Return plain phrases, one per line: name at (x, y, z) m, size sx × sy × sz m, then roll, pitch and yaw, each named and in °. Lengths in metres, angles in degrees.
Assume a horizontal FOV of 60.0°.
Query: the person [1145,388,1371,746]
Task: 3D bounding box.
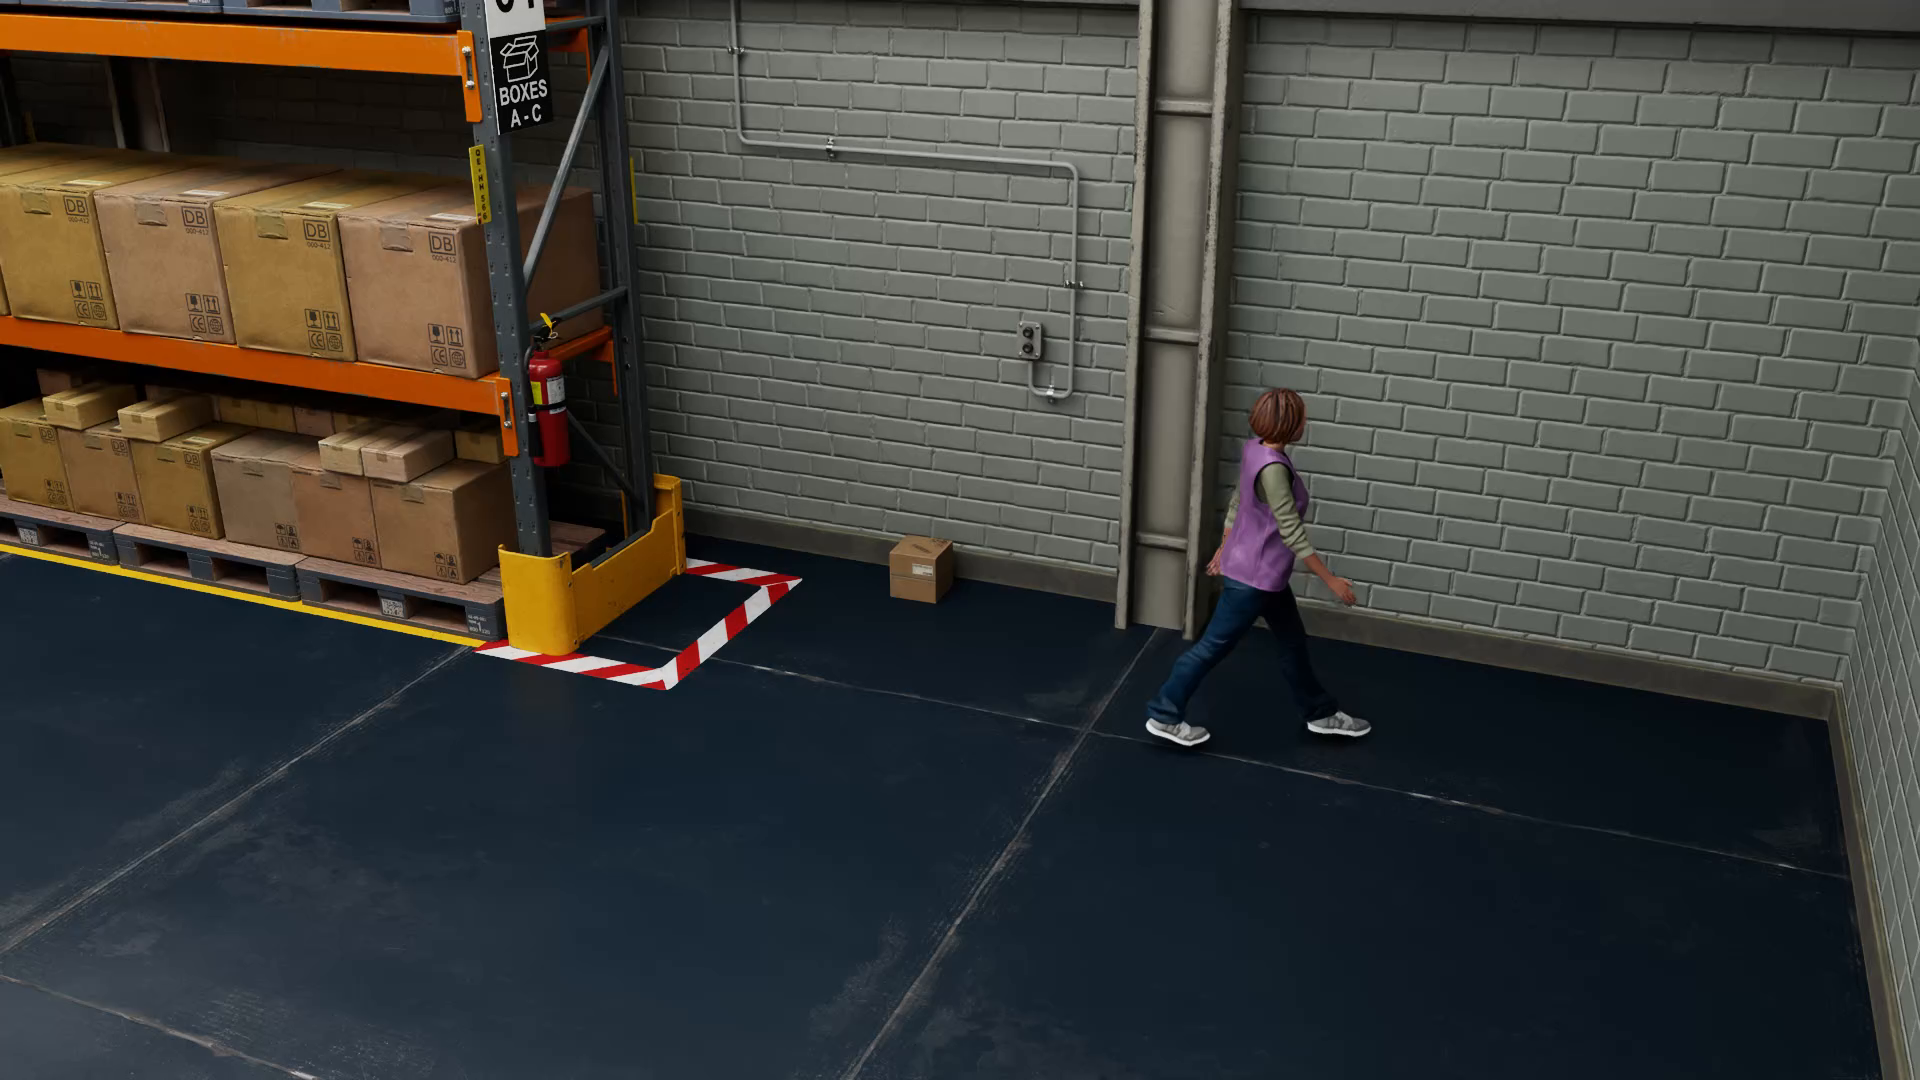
person at (1.267, 0.126, 6.766) m, size 0.961 × 1.542 × 0.512 m, roll 2°, pitch 23°, yaw 4°
